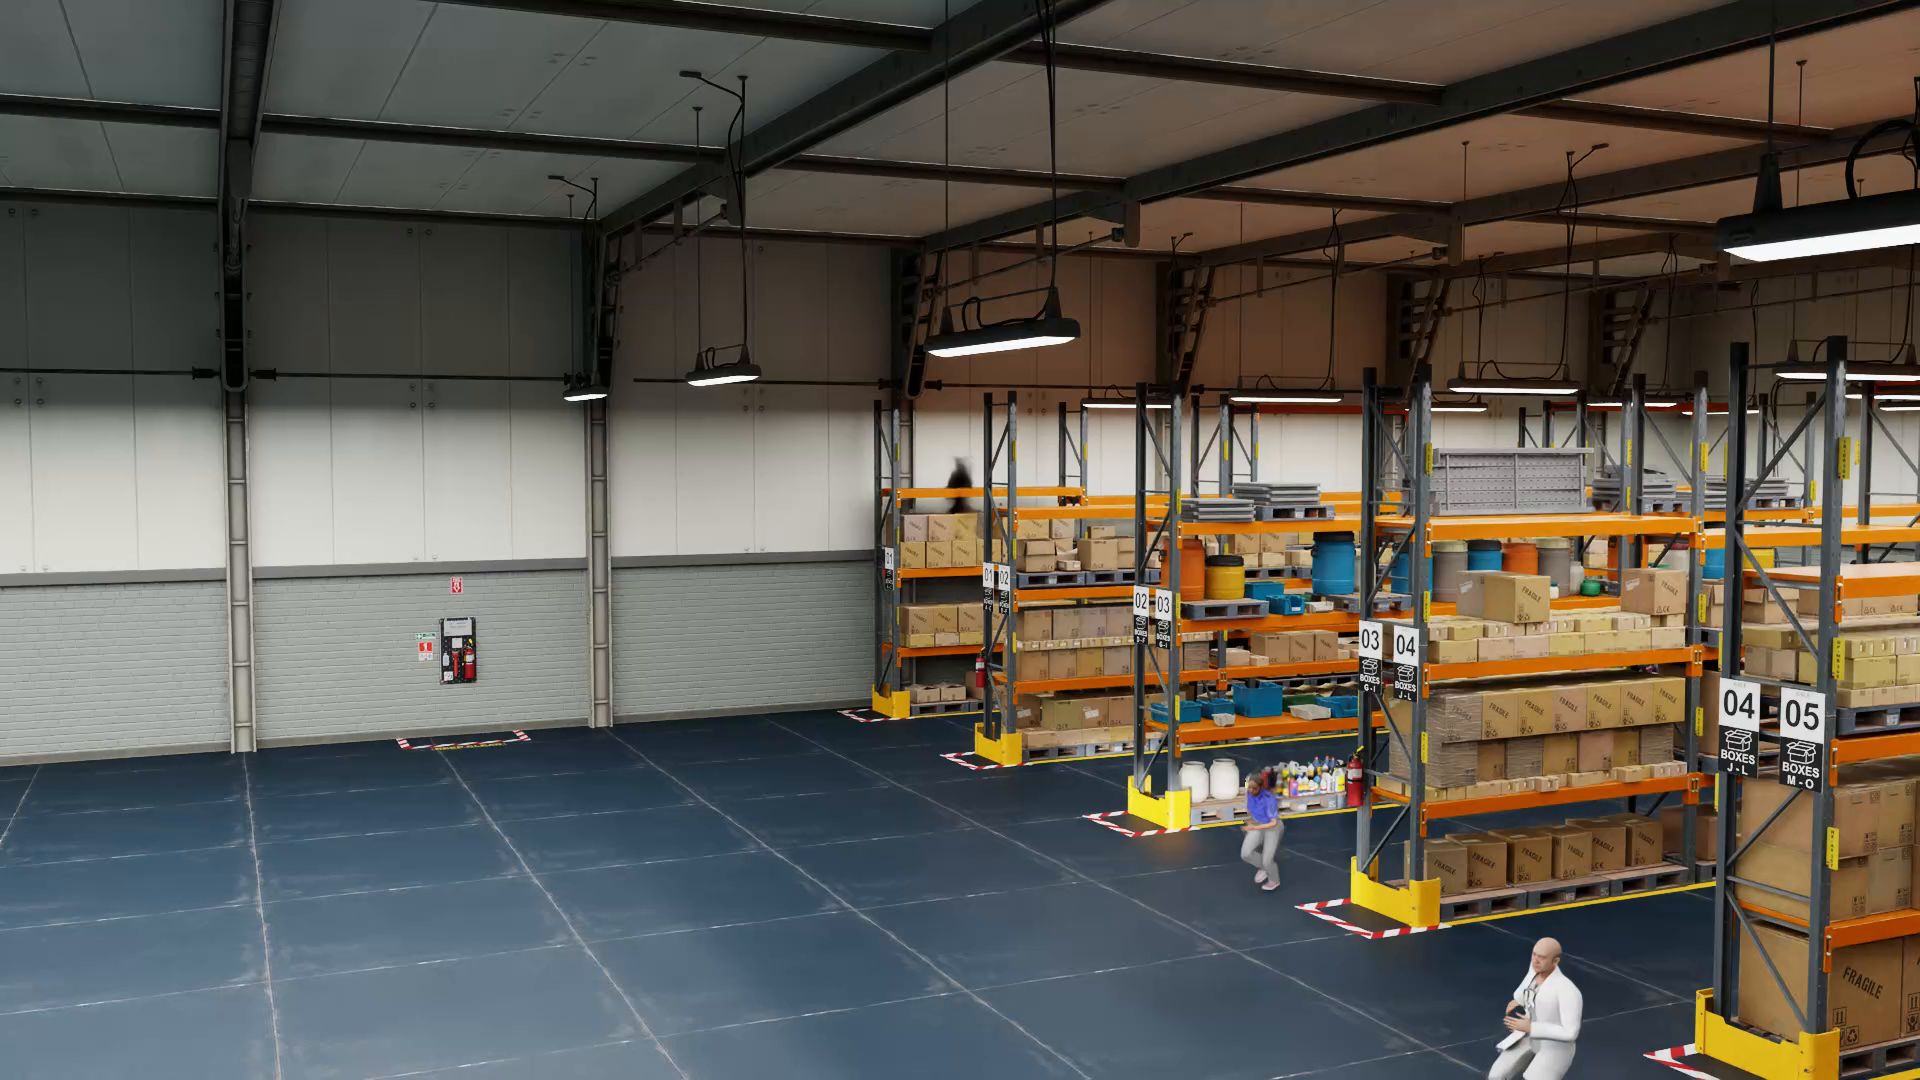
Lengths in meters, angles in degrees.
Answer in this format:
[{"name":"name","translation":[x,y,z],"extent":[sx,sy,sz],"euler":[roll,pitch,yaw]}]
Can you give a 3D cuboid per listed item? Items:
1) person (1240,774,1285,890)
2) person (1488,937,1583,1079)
[{"name":"person","translation":[3.462,3.334,18.996],"extent":[0.585,1.433,0.972],"euler":[3,5,45]},{"name":"person","translation":[4.144,3.634,11.953],"extent":[0.762,1.669,0.873],"euler":[-2,4,-34]}]
